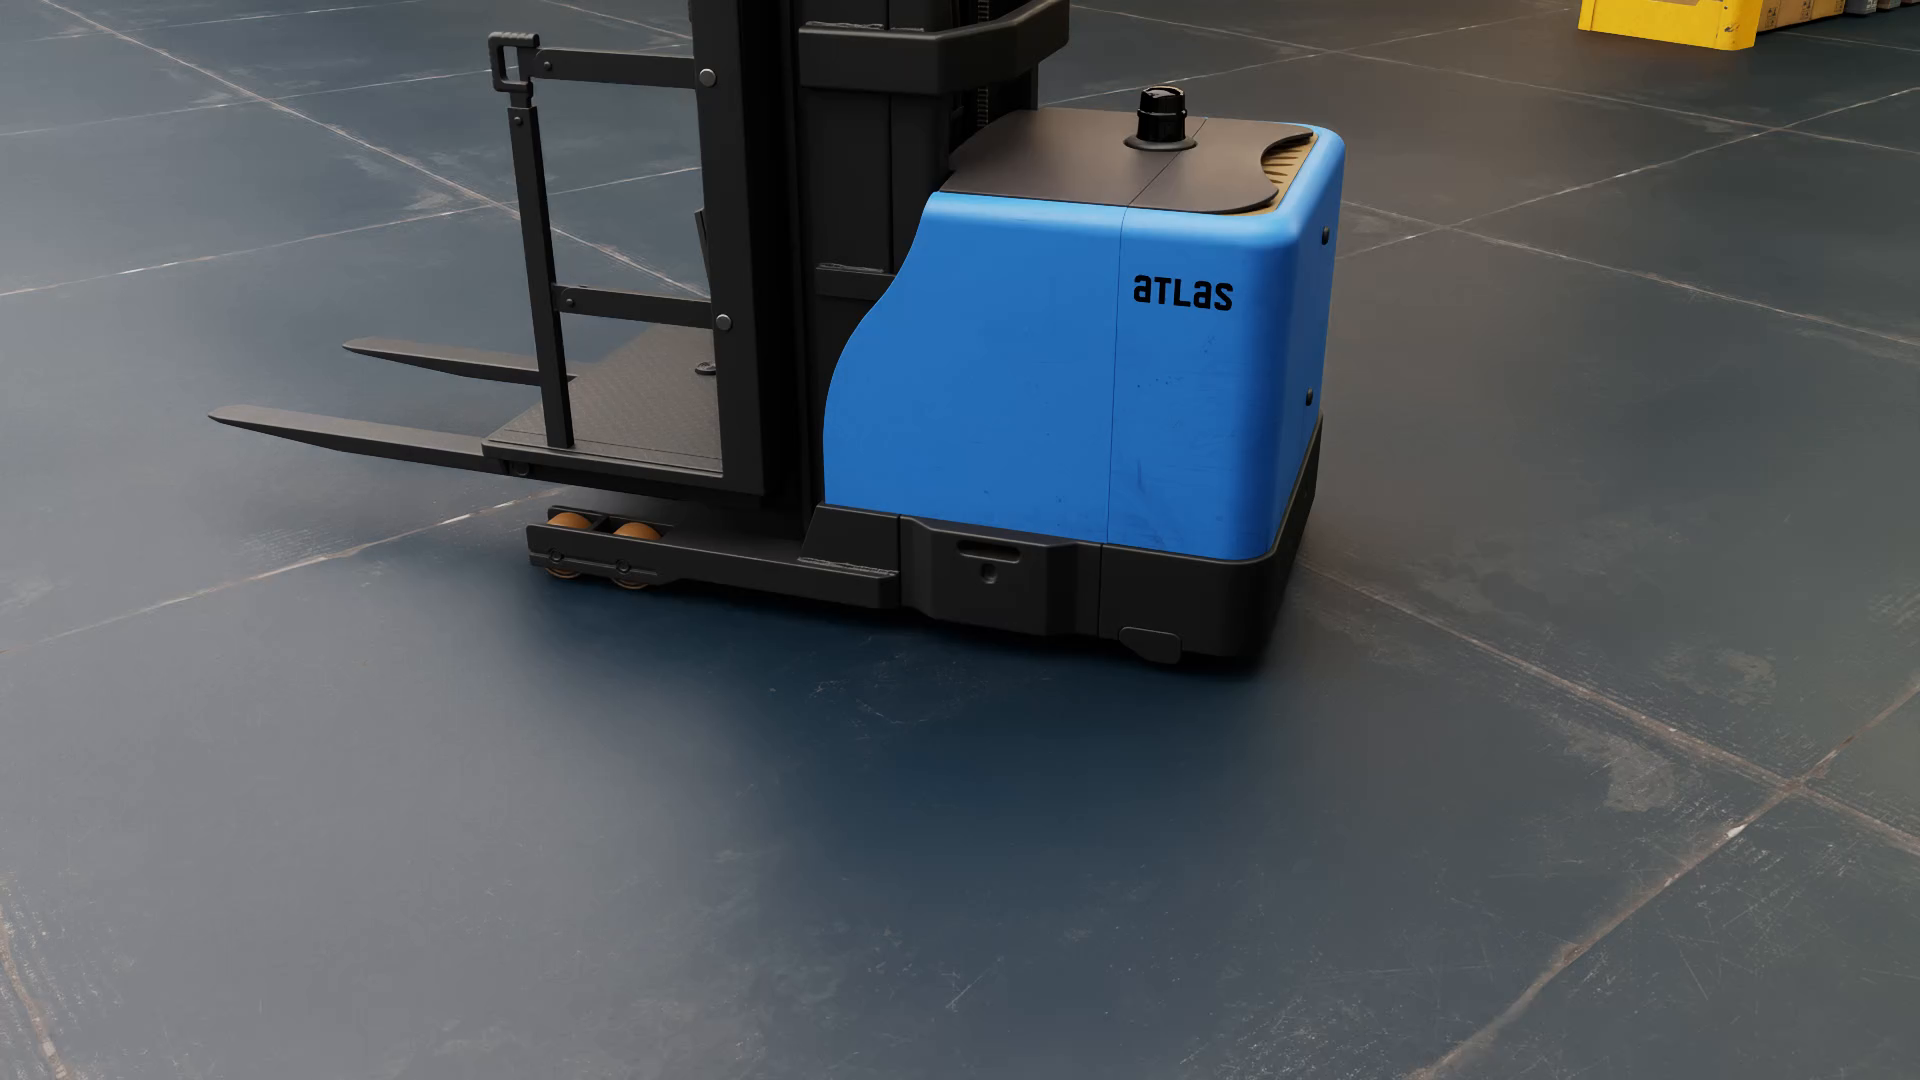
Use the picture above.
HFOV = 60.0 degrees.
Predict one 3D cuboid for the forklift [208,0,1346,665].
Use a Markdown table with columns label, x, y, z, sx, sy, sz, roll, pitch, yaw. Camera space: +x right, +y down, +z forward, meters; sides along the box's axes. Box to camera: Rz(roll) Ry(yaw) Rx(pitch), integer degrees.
| label | x | y | z | sx | sy | sz | roll | pitch | yaw |
| --- | --- | --- | --- | --- | --- | --- | --- | --- | --- |
| forklift | -0.594 | -1.400 | 4.024 | 3.031 | 2.935 | 1.130 | 8 | 28 | 16 |
